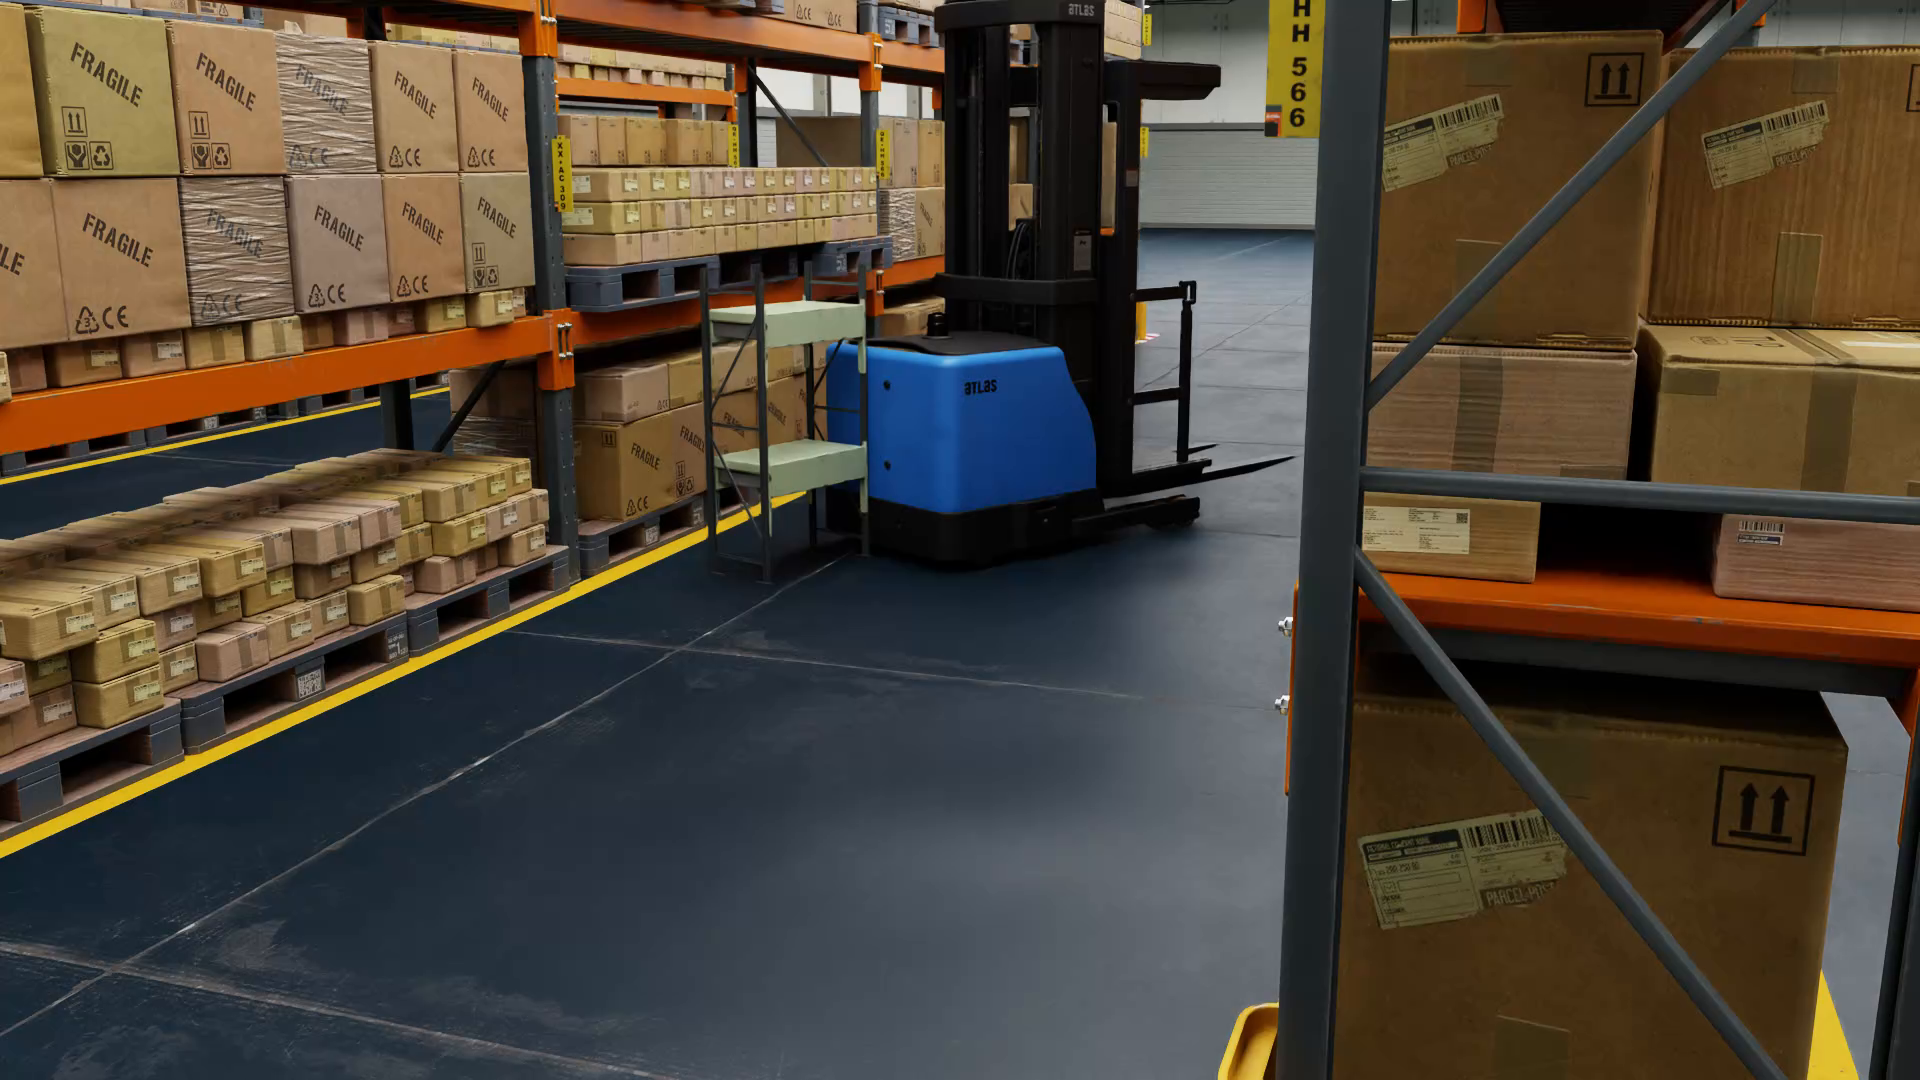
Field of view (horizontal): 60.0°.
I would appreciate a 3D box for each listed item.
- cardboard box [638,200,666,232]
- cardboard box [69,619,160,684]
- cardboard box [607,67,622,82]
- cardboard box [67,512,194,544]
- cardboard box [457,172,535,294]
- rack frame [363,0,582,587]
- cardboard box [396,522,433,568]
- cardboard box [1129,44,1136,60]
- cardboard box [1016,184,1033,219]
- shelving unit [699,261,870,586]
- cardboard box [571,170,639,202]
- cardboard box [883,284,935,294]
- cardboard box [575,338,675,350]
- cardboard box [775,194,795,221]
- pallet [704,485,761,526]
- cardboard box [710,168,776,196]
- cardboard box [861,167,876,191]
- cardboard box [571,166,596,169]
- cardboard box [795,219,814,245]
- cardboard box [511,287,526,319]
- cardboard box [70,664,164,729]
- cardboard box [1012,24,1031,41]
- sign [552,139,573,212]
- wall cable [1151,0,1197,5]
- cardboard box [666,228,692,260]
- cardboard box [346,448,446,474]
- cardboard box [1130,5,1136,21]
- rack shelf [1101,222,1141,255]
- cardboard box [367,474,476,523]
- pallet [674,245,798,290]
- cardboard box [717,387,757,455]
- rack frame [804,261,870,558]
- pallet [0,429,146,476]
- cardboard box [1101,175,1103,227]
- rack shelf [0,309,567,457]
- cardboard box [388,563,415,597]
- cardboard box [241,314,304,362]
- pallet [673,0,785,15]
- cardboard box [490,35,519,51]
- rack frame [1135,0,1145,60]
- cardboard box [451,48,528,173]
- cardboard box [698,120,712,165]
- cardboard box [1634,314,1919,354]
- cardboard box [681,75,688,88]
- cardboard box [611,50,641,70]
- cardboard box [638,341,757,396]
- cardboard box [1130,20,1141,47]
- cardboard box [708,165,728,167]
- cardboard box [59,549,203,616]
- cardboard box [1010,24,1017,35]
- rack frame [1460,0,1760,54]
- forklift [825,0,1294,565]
[{"bbox_3d":[-1.691,-1.613,8.265,0.380,0.149,0.250,4,13,17],"label":"cardboard box"},{"bbox_3d":[-2.894,0.352,5.499,0.380,0.149,0.250,5,14,20],"label":"cardboard box"},{"bbox_3d":[-3.802,-4.905,17.560,0.380,0.149,0.250,4,13,17],"label":"cardboard box"},{"bbox_3d":[-3.173,-0.001,6.377,0.380,0.149,0.250,4,14,19],"label":"cardboard box"},{"bbox_3d":[-2.225,-1.352,7.279,0.500,0.500,0.500,4,14,18],"label":"cardboard box"},{"bbox_3d":[-2.335,-1.281,7.859,1.000,3.000,0.127,4,14,18],"label":"rack frame"},{"bbox_3d":[-2.456,0.010,6.998,0.380,0.149,0.250,4,14,19],"label":"cardboard box"},{"bbox_3d":[1.678,-5.253,17.919,0.380,0.149,0.250,4,14,19],"label":"cardboard box"},{"bbox_3d":[0.337,-2.885,14.662,0.500,0.500,0.500,4,14,18],"label":"cardboard box"},{"bbox_3d":[-0.854,-0.603,8.258,0.431,1.500,0.755,10,16,36],"label":"shelving unit"},{"bbox_3d":[-1.773,-1.703,7.992,0.380,0.149,0.250,5,14,21],"label":"cardboard box"},{"bbox_3d":[-0.178,-1.733,13.952,1.050,0.750,0.750,4,14,18],"label":"cardboard box"},{"bbox_3d":[-1.997,-1.027,9.735,0.500,0.250,0.500,4,13,16],"label":"cardboard box"},{"bbox_3d":[-1.185,-1.942,9.707,0.380,0.149,0.250,5,14,20],"label":"cardboard box"},{"bbox_3d":[-1.692,-0.343,10.017,1.003,0.211,1.213,4,14,18],"label":"pallet"},{"bbox_3d":[-1.271,-2.032,9.435,0.380,0.149,0.250,5,14,20],"label":"cardboard box"},{"bbox_3d":[-0.766,-2.359,10.867,0.380,0.149,0.250,4,13,16],"label":"cardboard box"},{"bbox_3d":[-4.057,-3.567,16.980,0.500,0.500,0.500,4,14,18],"label":"cardboard box"},{"bbox_3d":[-1.100,-1.853,9.986,0.380,0.149,0.250,4,13,16],"label":"cardboard box"},{"bbox_3d":[-2.206,-1.081,7.549,0.380,0.149,0.250,4,14,18],"label":"cardboard box"},{"bbox_3d":[-2.890,0.500,5.521,0.380,0.149,0.250,5,14,19],"label":"cardboard box"},{"bbox_3d":[0.693,-4.611,15.103,0.380,0.149,0.250,4,13,17],"label":"cardboard box"},{"bbox_3d":[-1.819,-1.665,7.598,0.100,0.325,0.005,4,14,18],"label":"sign"},{"bbox_3d":[5.526,-14.937,49.839,3.097,2.526,0.112,4,14,18],"label":"wall cable"},{"bbox_3d":[-1.604,-1.524,8.545,0.380,0.149,0.250,4,14,19],"label":"cardboard box"},{"bbox_3d":[-2.643,-0.328,7.810,0.380,0.149,0.250,5,14,21],"label":"cardboard box"},{"bbox_3d":[1.677,-5.642,17.828,0.380,0.149,0.250,4,14,19],"label":"cardboard box"},{"bbox_3d":[0.900,-3.036,17.163,1.077,0.370,4.000,4,14,18],"label":"rack shelf"},{"bbox_3d":[-2.323,-0.182,7.172,0.380,0.149,0.250,4,14,18],"label":"cardboard box"},{"bbox_3d":[-1.643,-1.610,9.731,1.003,0.211,1.213,4,14,18],"label":"pallet"},{"bbox_3d":[-1.519,-0.626,9.664,0.500,0.500,0.500,5,14,19],"label":"cardboard box"},{"bbox_3d":[-0.632,-0.667,8.542,0.400,1.500,0.023,10,16,36],"label":"rack frame"},{"bbox_3d":[-6.480,-0.682,11.502,1.003,0.211,1.213,4,14,18],"label":"pallet"},{"bbox_3d":[1.013,-3.573,17.564,0.875,0.550,0.550,4,14,18],"label":"cardboard box"},{"bbox_3d":[-2.982,-0.509,6.094,1.077,0.370,4.000,4,14,18],"label":"rack shelf"},{"bbox_3d":[-2.528,0.167,6.978,0.380,0.149,0.250,4,13,17],"label":"cardboard box"},{"bbox_3d":[-2.644,-0.747,6.084,0.380,0.149,0.250,5,14,20],"label":"cardboard box"},{"bbox_3d":[-1.702,-2.993,9.039,1.213,0.211,1.003,4,14,18],"label":"pallet"},{"bbox_3d":[-4.515,-4.761,15.758,0.500,0.250,0.500,4,13,17],"label":"cardboard box"},{"bbox_3d":[1.547,-6.732,18.261,1.000,3.000,0.127,4,14,18],"label":"rack frame"},{"bbox_3d":[-2.232,-1.844,7.184,0.500,0.500,0.500,4,13,16],"label":"cardboard box"},{"bbox_3d":[-3.299,-4.594,19.237,0.700,0.500,0.500,4,14,19],"label":"cardboard box"},{"bbox_3d":[1.604,-0.324,3.334,0.500,0.250,0.500,4,14,18],"label":"cardboard box"},{"bbox_3d":[-3.333,-5.230,18.987,0.380,0.149,0.250,4,14,19],"label":"cardboard box"},{"bbox_3d":[-3.730,-5.121,17.613,0.500,0.250,0.500,4,14,19],"label":"cardboard box"},{"bbox_3d":[-1.507,-0.988,9.566,0.500,0.250,0.500,5,14,21],"label":"cardboard box"},{"bbox_3d":[1.653,-5.472,17.981,0.500,0.250,0.500,5,14,19],"label":"cardboard box"},{"bbox_3d":[-3.084,-4.202,19.765,0.500,0.500,0.500,4,13,17],"label":"cardboard box"},{"bbox_3d":[-2.860,0.144,5.741,0.380,0.149,0.250,5,14,21],"label":"cardboard box"},{"bbox_3d":[0.176,-4.448,14.161,0.500,0.250,0.500,5,14,19],"label":"cardboard box"},{"bbox_3d":[2.325,-0.902,6.201,1.000,3.000,0.127,4,14,18],"label":"rack frame"},{"bbox_3d":[0.714,-1.556,9.219,3.031,2.935,1.130,-11,17,-41],"label":"forklift"}]
